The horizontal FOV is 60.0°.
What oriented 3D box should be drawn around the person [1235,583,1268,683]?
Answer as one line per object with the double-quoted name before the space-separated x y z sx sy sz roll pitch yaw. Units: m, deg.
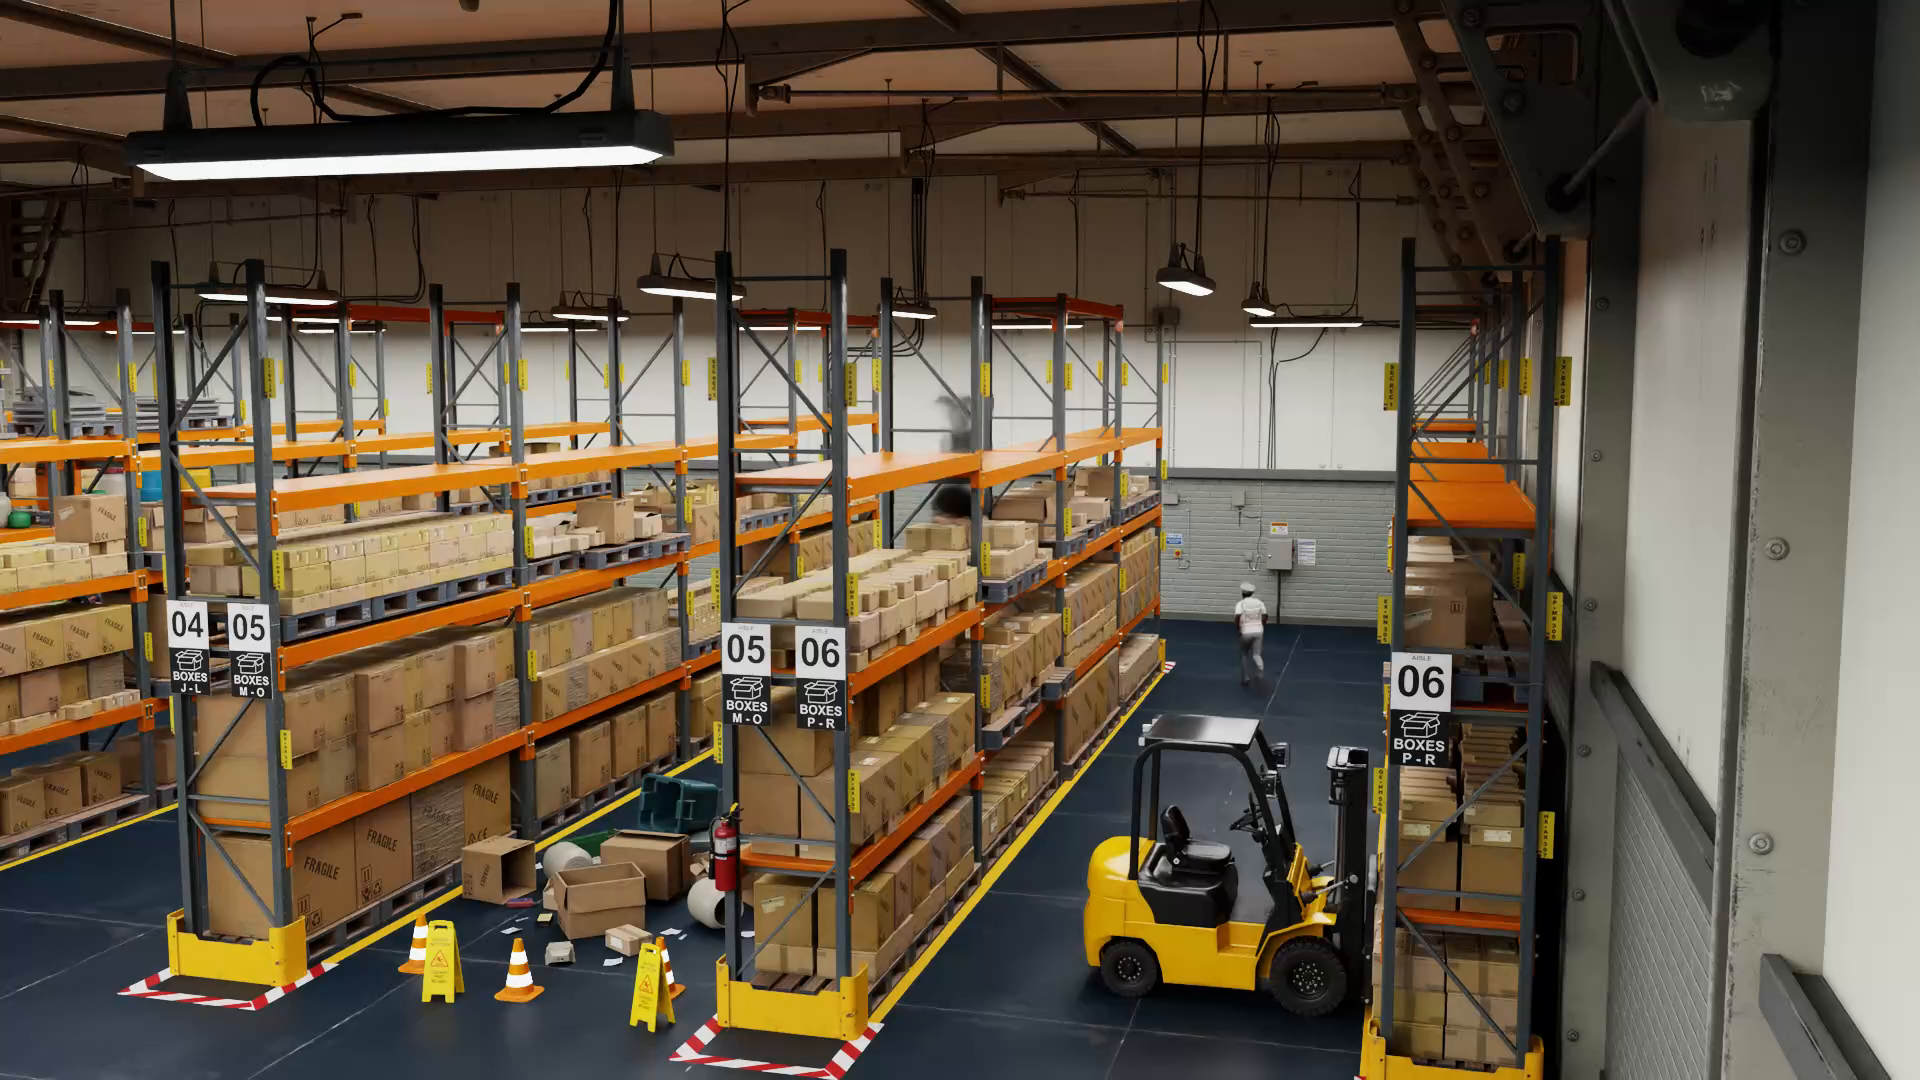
"person" 4.653 1.556 26.561 0.575 1.685 1.006 -1 6 -5
